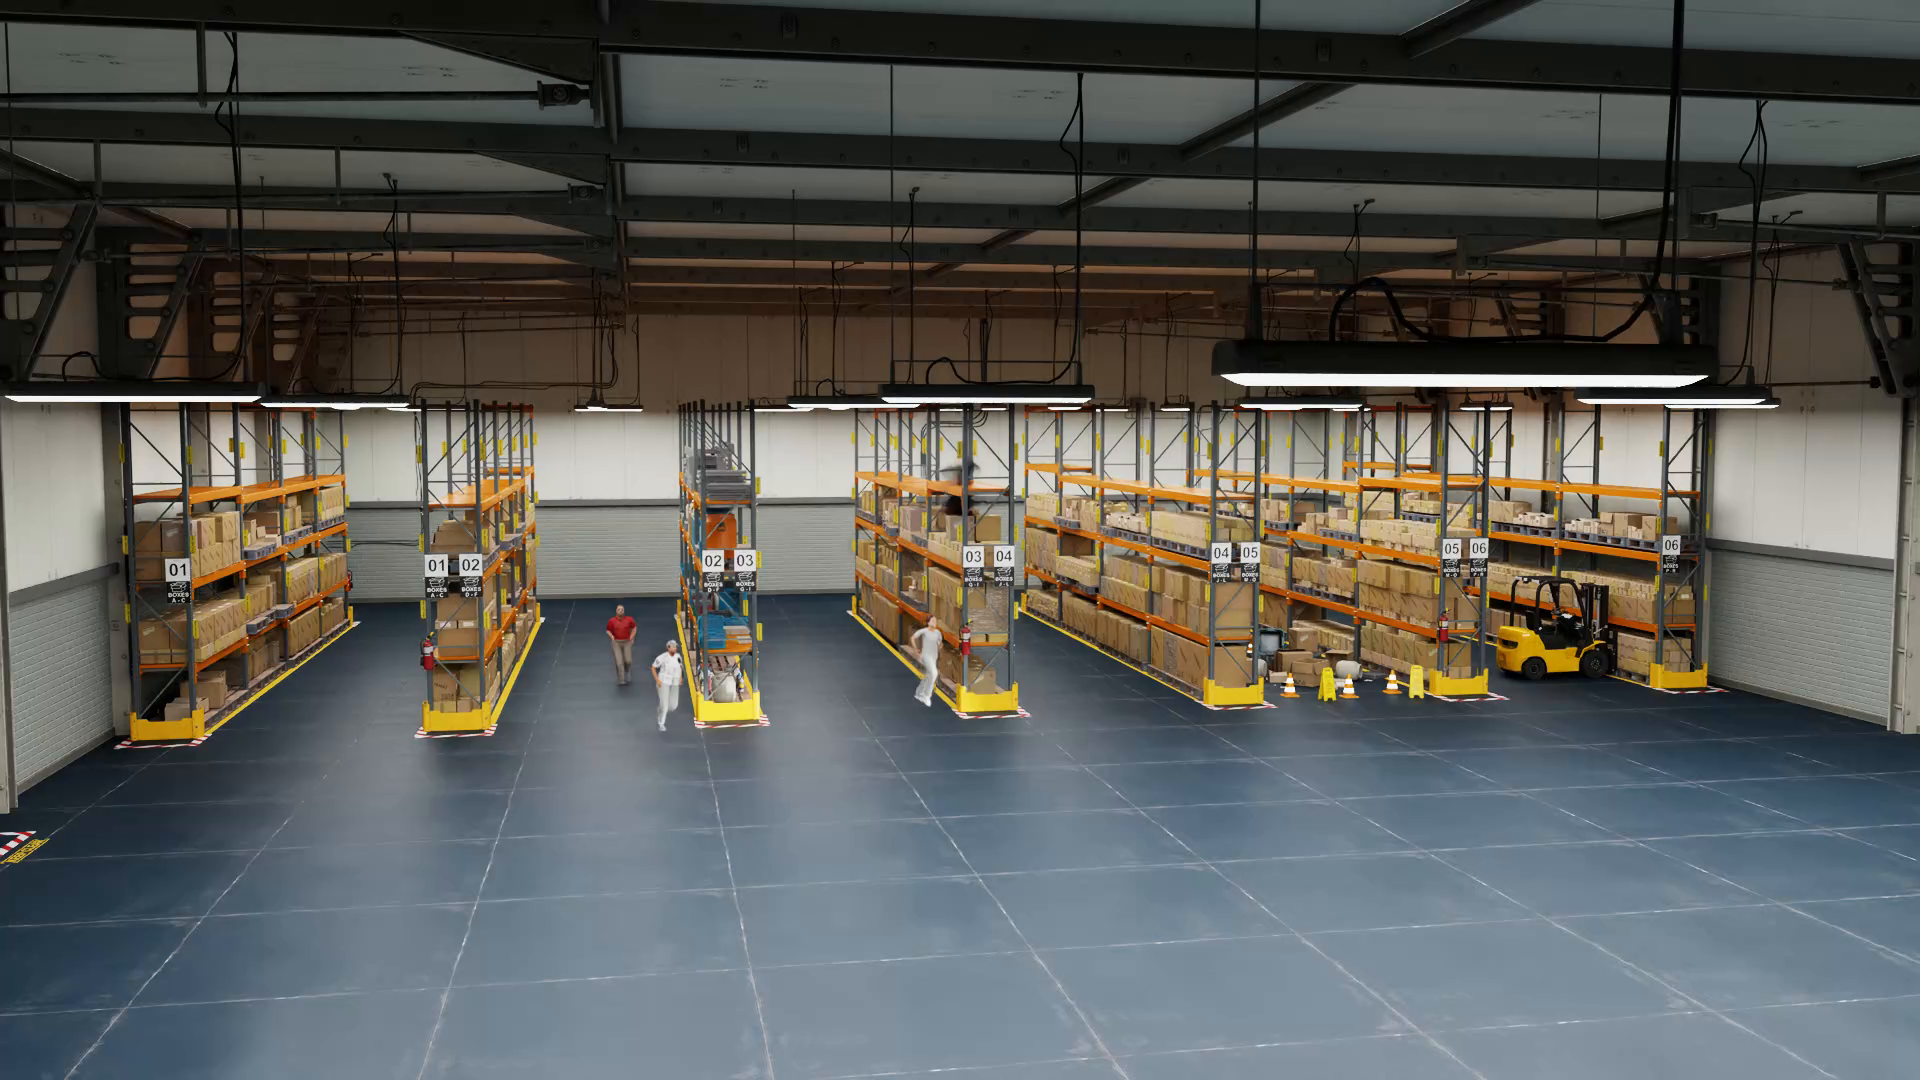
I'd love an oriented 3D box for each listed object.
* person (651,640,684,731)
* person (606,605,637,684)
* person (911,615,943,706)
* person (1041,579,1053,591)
[{"bbox_3d":[-5.348,2.639,30.458,0.644,1.618,0.555,-3,5,-37],"label":"person"},{"bbox_3d":[-7.159,2.219,35.208,0.638,1.681,0.586,-1,4,-13],"label":"person"},{"bbox_3d":[-0.585,2.255,31.437,0.641,1.692,0.568,4,6,44],"label":"person"},{"bbox_3d":[2.649,1.098,50.111,0.579,1.735,0.799,2,5,28],"label":"person"}]
